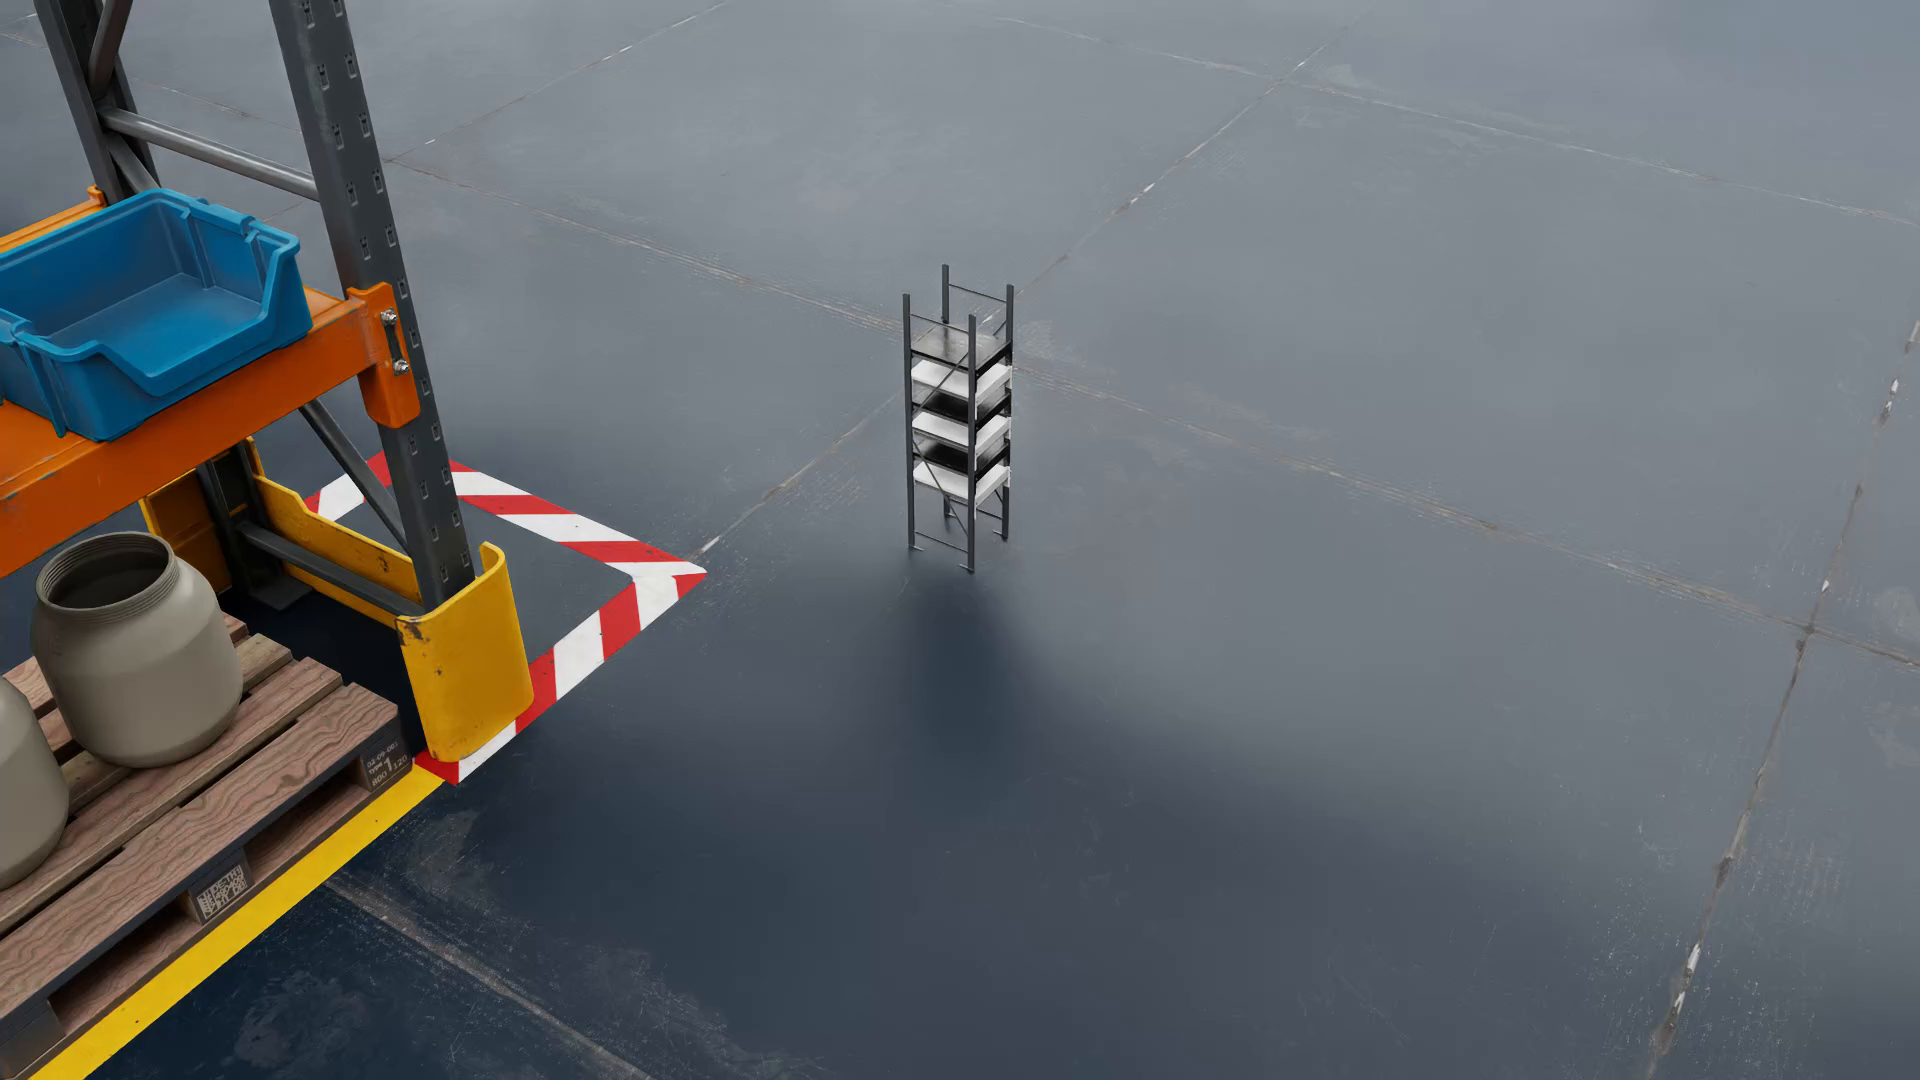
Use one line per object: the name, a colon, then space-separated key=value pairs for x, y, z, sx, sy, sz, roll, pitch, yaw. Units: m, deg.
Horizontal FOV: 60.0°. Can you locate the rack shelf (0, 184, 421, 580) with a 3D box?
rack shelf: x=-2.827 y=0.408 z=2.853 sx=1.077 sy=0.370 sz=4.000 roll=21 pitch=42 yaw=25

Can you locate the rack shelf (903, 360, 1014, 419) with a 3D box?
rack shelf: x=-0.004 y=-0.468 z=4.880 sx=0.258 sy=0.077 sz=0.200 roll=21 pitch=42 yaw=25

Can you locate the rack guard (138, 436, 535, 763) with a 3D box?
rack guard: x=-1.756 y=0.136 z=4.664 sx=1.175 sy=0.500 sz=0.348 roll=21 pitch=42 yaw=25

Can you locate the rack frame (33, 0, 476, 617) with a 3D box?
rack frame: x=-1.755 y=-0.908 z=3.971 sx=1.000 sy=3.000 sz=0.127 roll=21 pitch=42 yaw=25

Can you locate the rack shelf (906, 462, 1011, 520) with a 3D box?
rack shelf: x=-0.004 y=-0.183 z=5.100 sx=0.258 sy=0.077 sz=0.200 roll=21 pitch=42 yaw=25

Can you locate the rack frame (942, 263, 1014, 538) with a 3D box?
rack frame: x=0.050 y=-0.405 z=5.038 sx=0.240 sy=0.900 sz=0.006 roll=21 pitch=42 yaw=25

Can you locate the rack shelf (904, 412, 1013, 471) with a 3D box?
rack shelf: x=-0.004 y=-0.326 z=4.990 sx=0.258 sy=0.077 sz=0.200 roll=21 pitch=42 yaw=25

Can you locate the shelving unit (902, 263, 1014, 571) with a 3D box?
shelving unit: x=-0.004 y=-0.352 z=4.970 sx=0.258 sy=0.900 sz=0.210 roll=21 pitch=42 yaw=25

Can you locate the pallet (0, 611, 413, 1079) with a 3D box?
pallet: x=-2.196 y=0.668 z=4.211 sx=1.003 sy=0.211 sz=1.213 roll=21 pitch=42 yaw=25

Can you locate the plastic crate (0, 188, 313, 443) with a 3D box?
plastic crate: x=-1.771 y=-0.493 z=3.555 sx=0.499 sy=0.251 sz=0.616 roll=21 pitch=42 yaw=25

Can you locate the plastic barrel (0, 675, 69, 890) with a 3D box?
plastic barrel: x=-2.312 y=0.533 z=3.795 sx=0.421 sy=0.512 sz=0.421 roll=0 pitch=38 yaw=0

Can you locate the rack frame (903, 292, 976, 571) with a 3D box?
rack frame: x=-0.059 y=-0.300 z=4.902 sx=0.240 sy=0.900 sz=0.006 roll=21 pitch=42 yaw=25

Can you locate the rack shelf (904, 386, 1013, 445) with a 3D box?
rack shelf: x=-0.004 y=-0.397 z=4.935 sx=0.258 sy=0.077 sz=0.200 roll=21 pitch=42 yaw=25

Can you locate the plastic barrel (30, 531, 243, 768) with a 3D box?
plastic barrel: x=-2.043 y=0.275 z=4.130 sx=0.421 sy=0.512 sz=0.421 roll=0 pitch=38 yaw=0

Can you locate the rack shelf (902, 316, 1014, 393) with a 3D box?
rack shelf: x=-0.004 y=-0.540 z=4.825 sx=0.258 sy=0.077 sz=0.200 roll=21 pitch=42 yaw=25

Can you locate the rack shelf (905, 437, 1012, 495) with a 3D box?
rack shelf: x=-0.004 y=-0.255 z=5.045 sx=0.258 sy=0.077 sz=0.200 roll=21 pitch=42 yaw=25
